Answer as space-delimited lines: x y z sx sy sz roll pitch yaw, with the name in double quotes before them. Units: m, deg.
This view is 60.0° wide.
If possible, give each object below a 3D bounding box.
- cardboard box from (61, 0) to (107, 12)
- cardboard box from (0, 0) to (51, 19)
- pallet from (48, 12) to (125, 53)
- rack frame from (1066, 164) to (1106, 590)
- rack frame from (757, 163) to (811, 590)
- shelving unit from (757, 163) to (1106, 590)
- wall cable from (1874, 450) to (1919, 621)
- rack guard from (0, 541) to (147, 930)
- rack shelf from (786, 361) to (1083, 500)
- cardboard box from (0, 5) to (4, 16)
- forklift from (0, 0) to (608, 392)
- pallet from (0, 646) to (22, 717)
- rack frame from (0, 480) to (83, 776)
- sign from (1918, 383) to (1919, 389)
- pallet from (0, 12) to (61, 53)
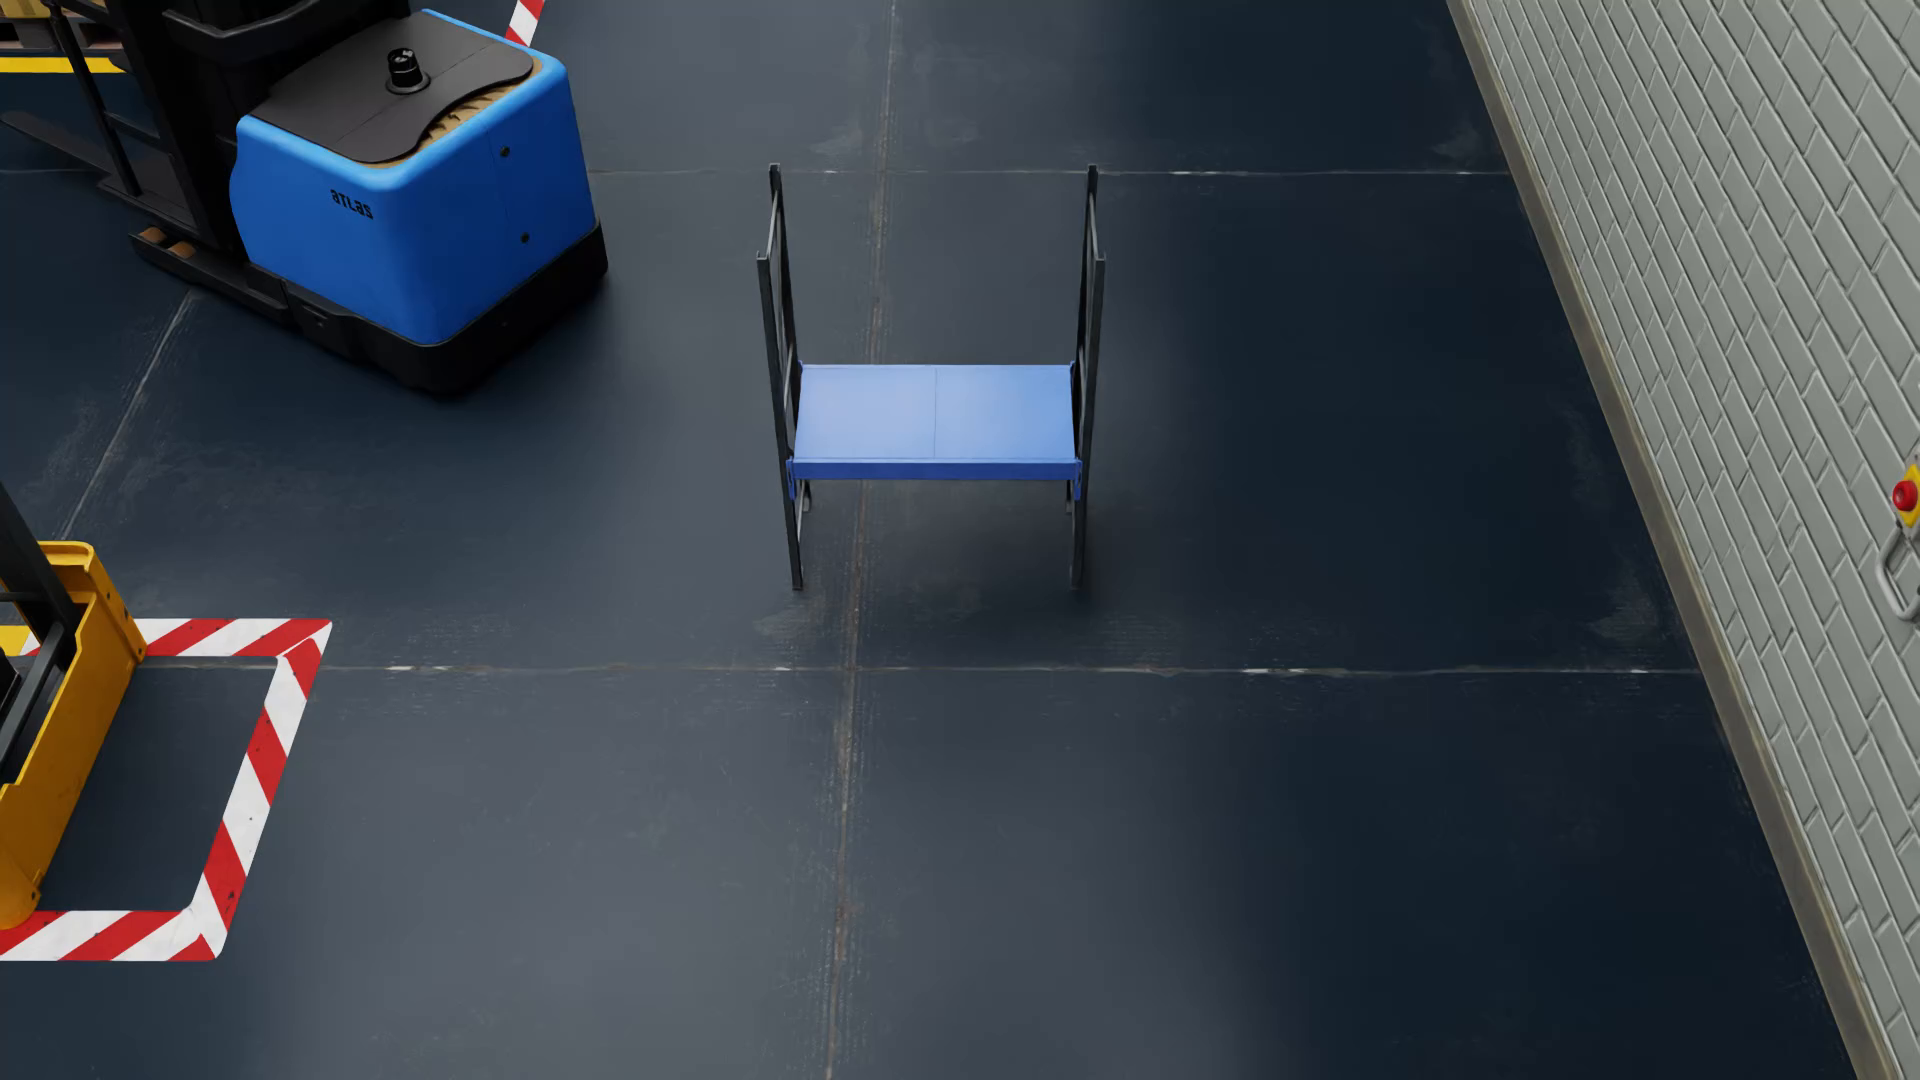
"cardboard box" -4.454 -2.873 8.536 0.250 0.149 0.380 1 47 1
"cardboard box" -4.709 -2.828 8.494 0.250 0.149 0.380 -2 47 -2
"pallet" -4.046 -2.949 8.851 1.213 0.211 1.003 0 47 0
"rack frame" 0.423 -0.510 5.700 0.032 1.500 0.500 0 47 0
"rack frame" -0.594 -0.513 5.703 0.032 1.500 0.500 0 47 0
"shelving unit" -0.085 -0.511 5.701 1.048 1.500 0.538 0 47 0
"wall cable" 2.563 -0.606 4.049 0.123 1.953 0.585 0 47 0
"rack guard" -3.051 0.604 5.346 0.348 0.500 1.175 0 47 0
"rack shelf" -0.085 -0.389 5.833 1.000 0.185 0.538 0 47 0
"cardboard box" -4.982 -2.843 8.508 0.250 0.149 0.380 1 47 1
"forklift" -3.051 -2.439 6.518 3.031 2.935 1.130 25 52 22
"pallet" -3.875 0.758 5.401 1.213 0.211 1.003 0 47 0
"rack frame" -3.075 -0.248 4.431 0.127 3.000 1.000 0 47 0
"sign" 2.625 -0.376 4.367 0.001 0.218 0.327 0 47 0
"pallet" -5.263 -2.955 8.856 1.213 0.211 1.003 0 47 0
